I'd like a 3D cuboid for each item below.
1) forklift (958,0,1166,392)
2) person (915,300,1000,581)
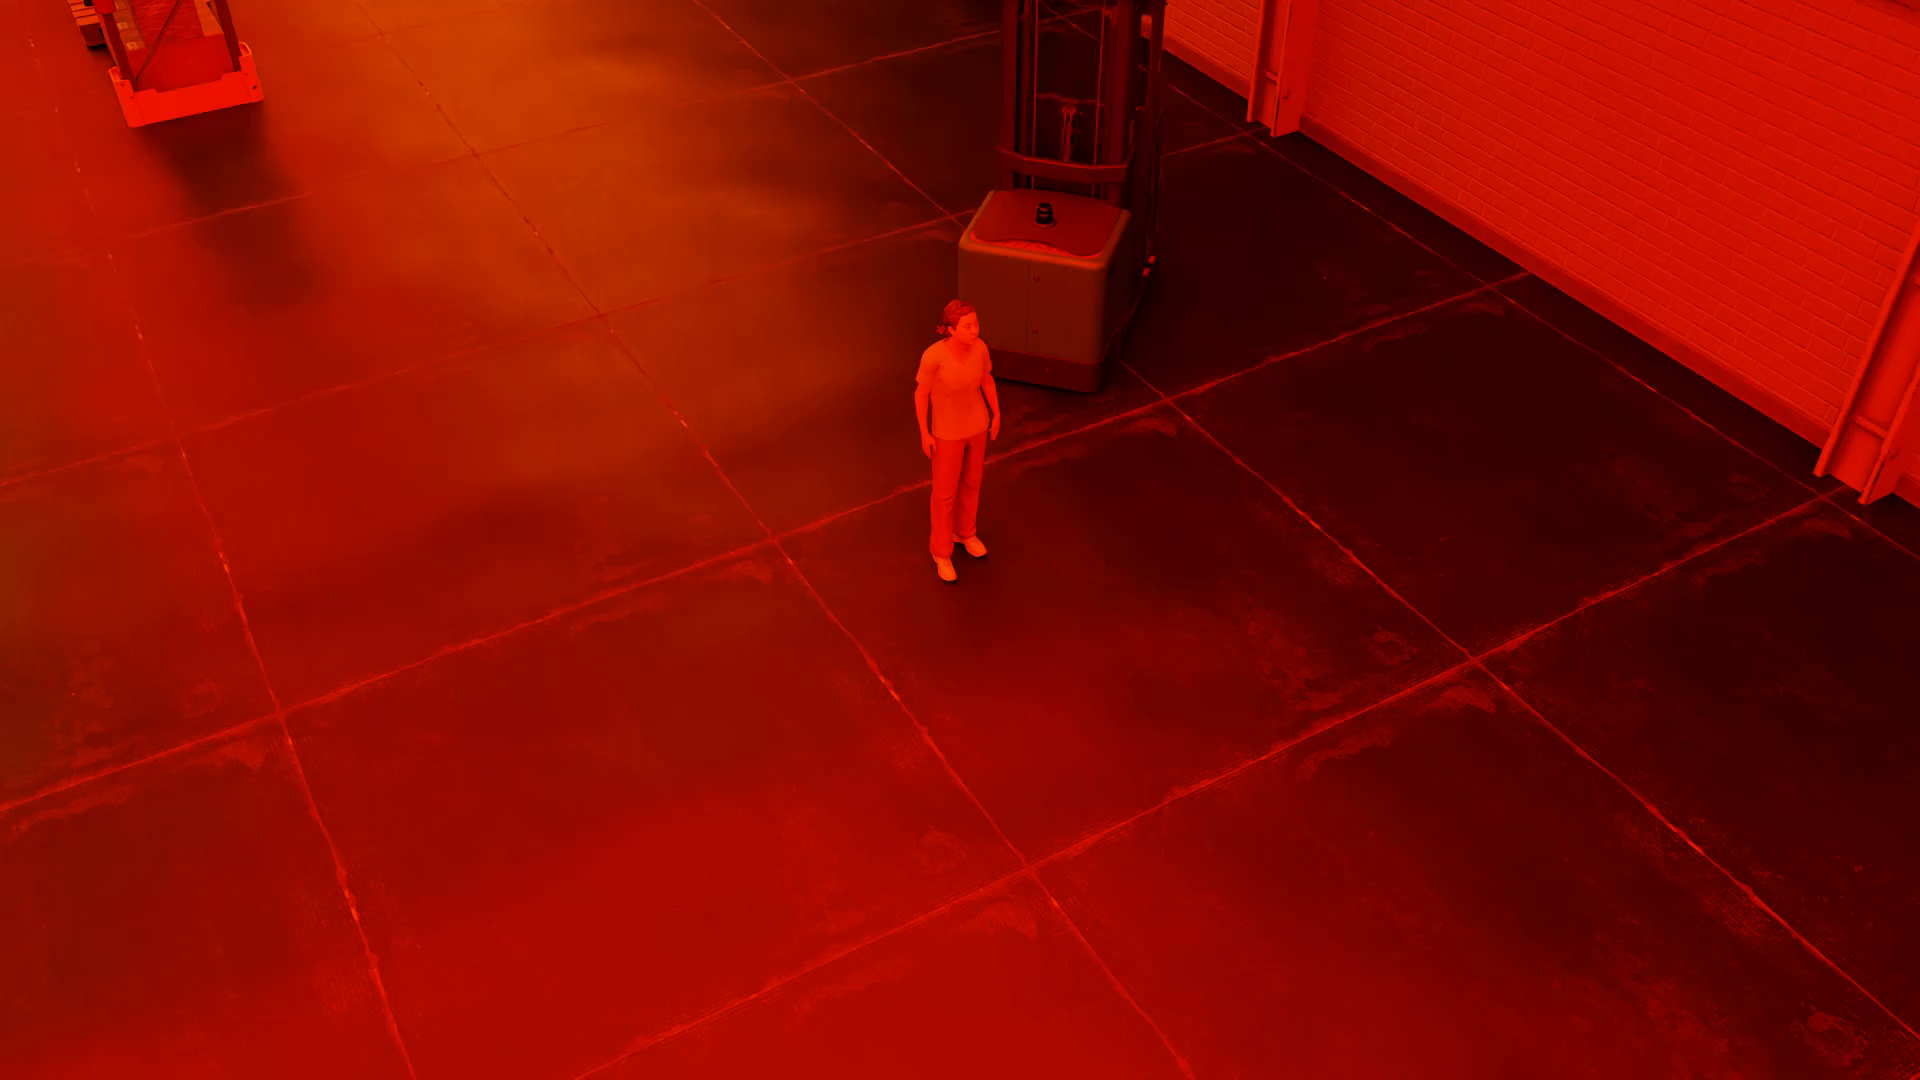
[{"bbox_3d":[0.894,-3.092,11.764,1.130,2.935,3.031,11,41,13],"label":"forklift"},{"bbox_3d":[0.028,-0.606,9.739,0.554,1.672,0.548,-20,44,-23],"label":"person"}]
